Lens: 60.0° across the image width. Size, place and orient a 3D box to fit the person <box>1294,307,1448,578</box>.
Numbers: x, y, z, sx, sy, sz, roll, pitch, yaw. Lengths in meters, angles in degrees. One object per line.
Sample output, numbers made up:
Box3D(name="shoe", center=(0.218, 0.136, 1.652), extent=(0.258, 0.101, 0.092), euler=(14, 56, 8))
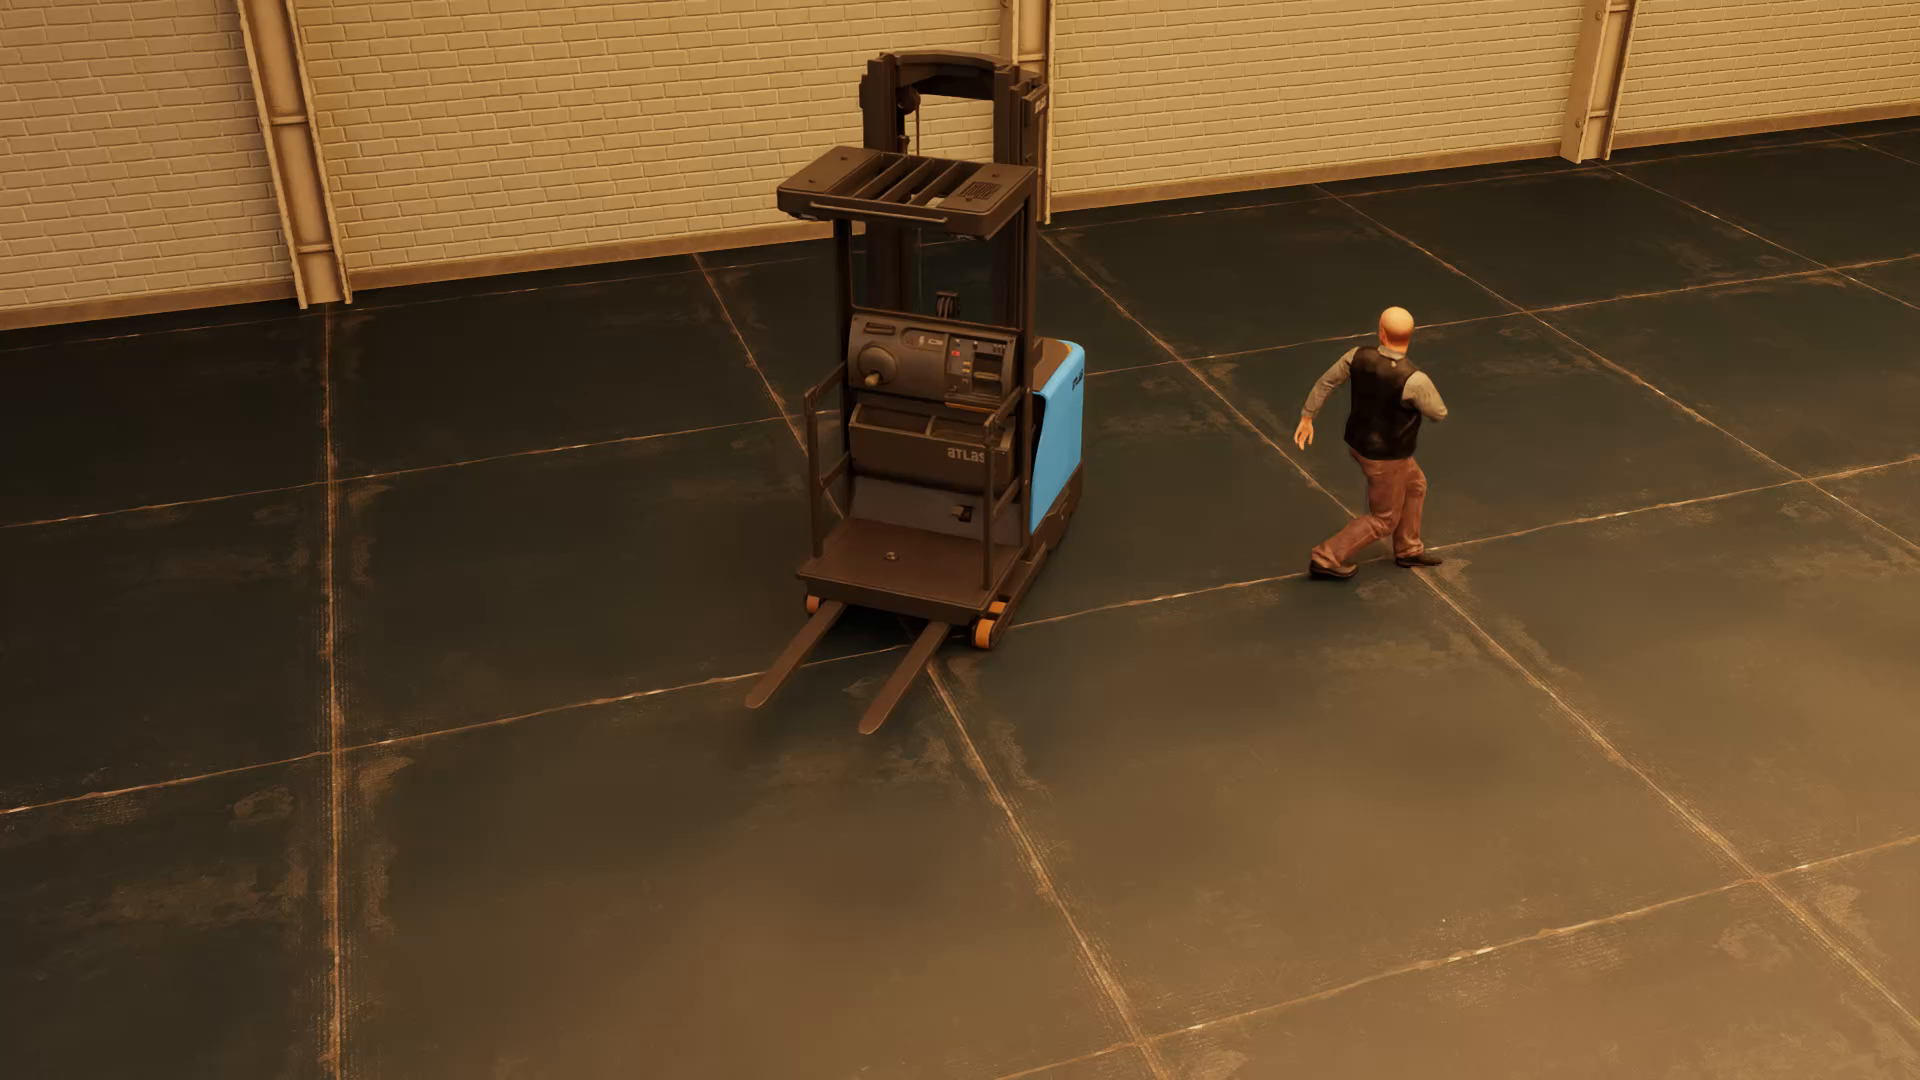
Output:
Box3D(name="person", center=(2.385, -0.533, 9.347), extent=(0.936, 1.650, 0.551), euler=(-8, 31, -13))

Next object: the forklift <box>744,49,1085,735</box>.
Box3D(name="forklift", center=(-0.226, -0.911, 8.670), extent=(1.130, 2.935, 3.031), euler=(10, 32, 17))
